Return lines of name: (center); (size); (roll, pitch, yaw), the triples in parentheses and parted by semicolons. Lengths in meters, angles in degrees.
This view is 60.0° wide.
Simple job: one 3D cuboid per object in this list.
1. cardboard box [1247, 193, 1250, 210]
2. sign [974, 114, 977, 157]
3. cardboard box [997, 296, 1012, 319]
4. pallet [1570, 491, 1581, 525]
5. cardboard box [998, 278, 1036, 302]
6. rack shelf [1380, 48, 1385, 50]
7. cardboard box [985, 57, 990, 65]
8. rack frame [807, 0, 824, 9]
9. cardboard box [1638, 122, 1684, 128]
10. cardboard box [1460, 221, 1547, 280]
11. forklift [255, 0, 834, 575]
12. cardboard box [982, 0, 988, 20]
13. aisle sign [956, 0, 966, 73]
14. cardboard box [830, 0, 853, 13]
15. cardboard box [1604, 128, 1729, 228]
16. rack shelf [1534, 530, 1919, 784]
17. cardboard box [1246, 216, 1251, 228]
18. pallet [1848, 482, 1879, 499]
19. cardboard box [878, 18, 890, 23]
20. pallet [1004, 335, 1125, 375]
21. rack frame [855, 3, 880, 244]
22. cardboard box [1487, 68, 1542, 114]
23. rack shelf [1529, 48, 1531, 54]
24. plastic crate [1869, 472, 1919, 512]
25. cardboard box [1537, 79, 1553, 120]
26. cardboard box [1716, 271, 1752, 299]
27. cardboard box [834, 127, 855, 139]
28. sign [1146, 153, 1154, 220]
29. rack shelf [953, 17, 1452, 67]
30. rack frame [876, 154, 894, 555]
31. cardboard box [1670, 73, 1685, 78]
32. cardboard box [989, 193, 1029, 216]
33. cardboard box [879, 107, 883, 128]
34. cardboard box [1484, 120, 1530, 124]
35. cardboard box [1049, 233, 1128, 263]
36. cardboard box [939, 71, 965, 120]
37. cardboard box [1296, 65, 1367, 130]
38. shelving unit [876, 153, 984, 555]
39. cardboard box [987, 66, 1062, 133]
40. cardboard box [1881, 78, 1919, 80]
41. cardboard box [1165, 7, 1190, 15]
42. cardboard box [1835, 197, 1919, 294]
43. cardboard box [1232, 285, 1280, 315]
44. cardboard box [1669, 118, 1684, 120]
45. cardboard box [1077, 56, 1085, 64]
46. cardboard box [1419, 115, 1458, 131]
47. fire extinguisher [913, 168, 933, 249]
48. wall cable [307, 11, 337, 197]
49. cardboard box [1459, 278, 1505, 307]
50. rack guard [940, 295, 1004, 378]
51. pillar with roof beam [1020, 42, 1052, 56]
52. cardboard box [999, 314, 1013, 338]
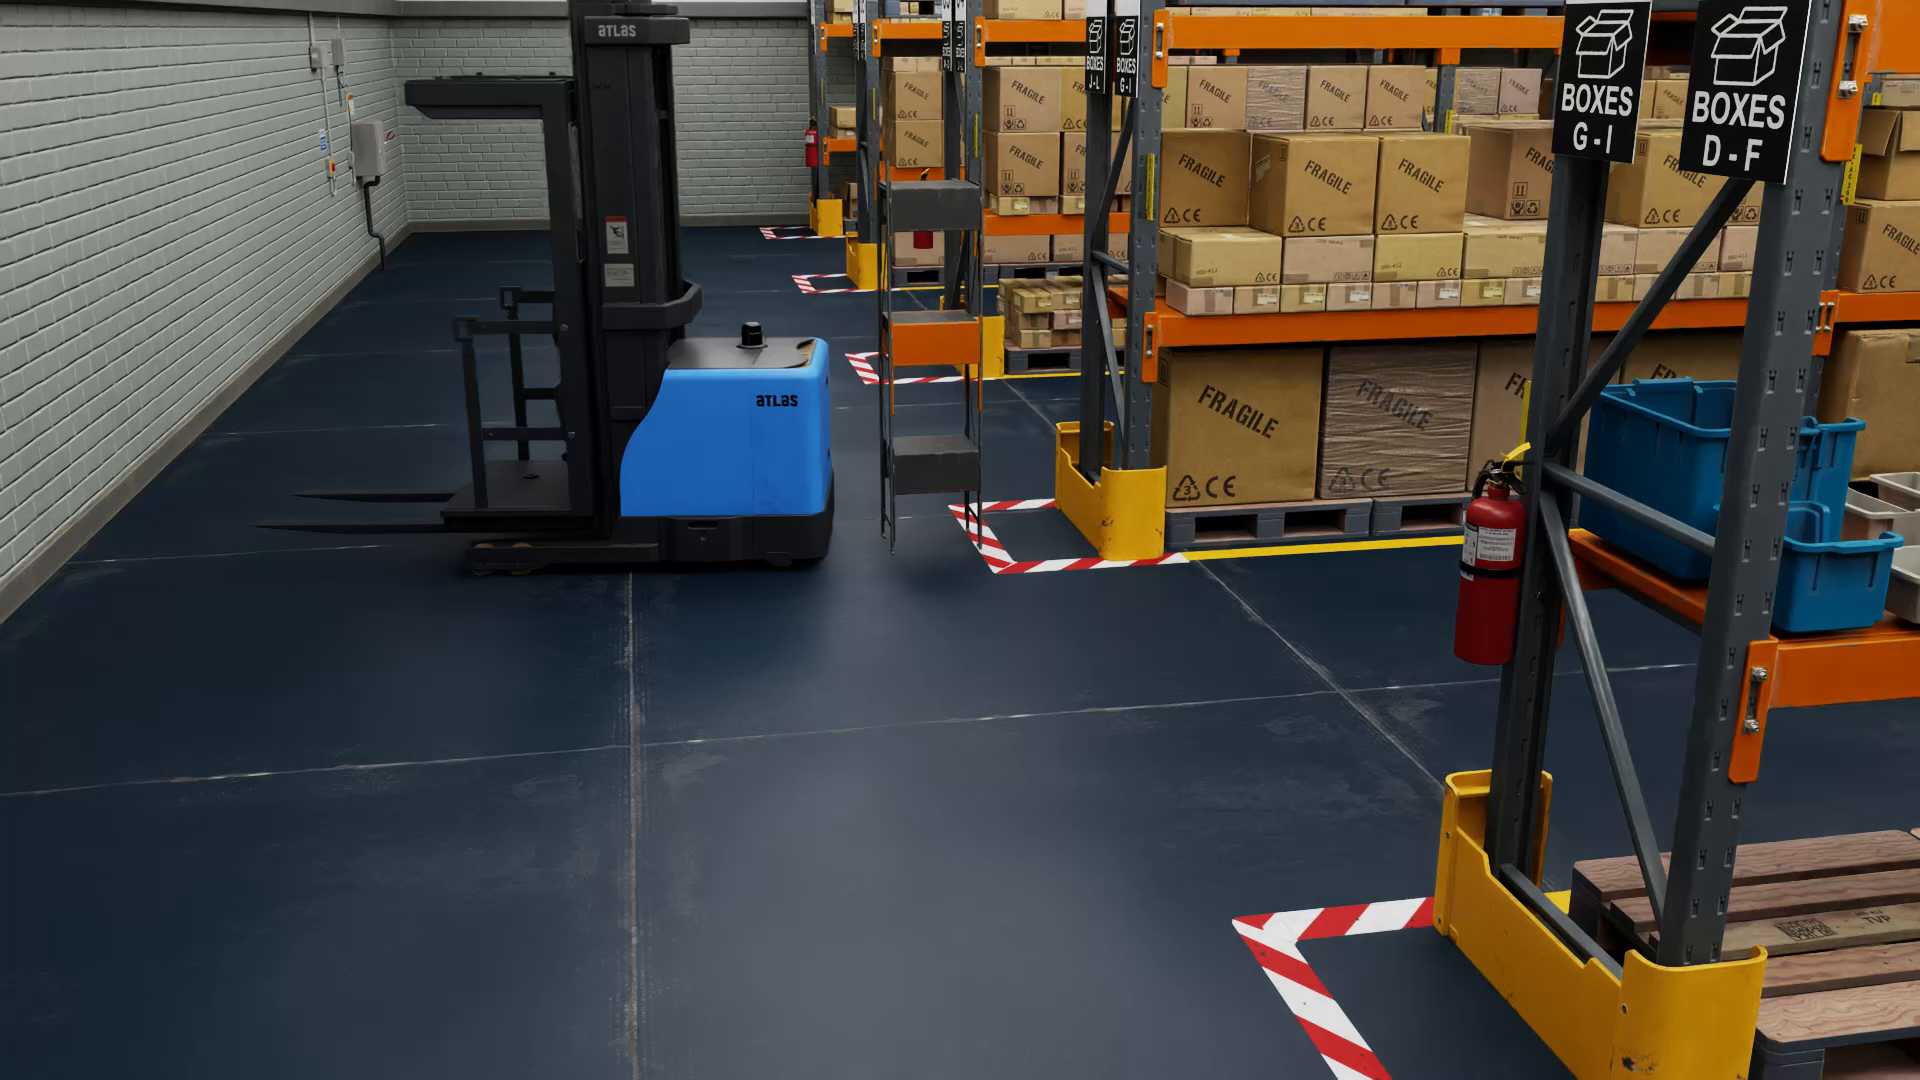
cardboard box: (2.426, -2.876, 13.995); (0.250, 0.149, 0.380); (-4, 17, -11)
sign: (0.122, -3.188, 13.107); (0.005, 0.325, 0.100); (-3, 17, -10)
cardboard box: (0.483, -2.022, 14.420); (0.250, 0.149, 0.380); (-4, 17, -12)
pallet: (4.027, -0.365, 10.140); (1.213, 0.211, 1.003); (-3, 17, -10)
cardboard box: (0.491, -2.155, 14.346); (0.250, 0.149, 0.380); (-3, 17, -10)
rack shelf: (7.854, -7.429, 24.507); (4.000, 0.370, 1.077); (-3, 17, -10)
cardboard box: (0.158, -5.164, 18.037); (0.250, 0.149, 0.380); (-4, 17, -12)
rack frame: (-1.964, -8.650, 22.148); (0.127, 3.000, 1.000); (-3, 17, -10)
cardboard box: (4.270, -2.193, 9.816); (0.500, 0.500, 0.500); (-3, 17, -10)
cardboard box: (2.898, -1.602, 9.169); (0.500, 0.250, 0.500); (-4, 17, -12)
forklift: (-2.231, -1.374, 8.793); (3.031, 2.935, 1.130); (0, 17, -2)
cardboard box: (0.416, -4.394, 13.655); (0.500, 0.250, 0.500); (-4, 17, -12)
aisle sign: (0.004, -4.082, 13.066); (0.004, 0.787, 0.394); (-3, 17, -10)
cardboard box: (-1.477, -7.233, 22.390); (0.500, 0.250, 0.500); (-3, 17, -11)
cardboard box: (3.895, -2.017, 9.242); (0.500, 0.500, 0.500); (-3, 17, -10)
rack shelf: (3.764, 0.166, 4.889); (4.000, 0.370, 1.077); (-3, 17, -10)
cardboard box: (1.785, -1.697, 9.476); (0.500, 0.250, 0.500); (-4, 17, -11)
pallet: (5.532, -0.449, 10.415); (1.213, 0.211, 1.003); (-3, 17, -10)
cardboard box: (-1.100, -7.078, 22.567); (0.250, 0.149, 0.380); (-3, 17, -10)
pallet: (0.898, -1.636, 14.280); (1.213, 0.211, 1.003); (-3, 17, -10)
rack frame: (-1.019, -4.352, 18.371); (0.127, 3.000, 1.000); (-3, 17, -10)
cardboard box: (6.378, -5.219, 19.320); (0.500, 0.500, 0.500); (-4, 17, -12)
rack shelf: (8.799, -5.998, 19.849); (4.000, 0.370, 1.077); (-3, 17, -10)
plastic crate: (2.854, -0.079, 4.807); (0.243, 0.136, 0.396); (-3, 17, -10)
cardboard box: (7.229, -5.293, 20.045); (0.500, 0.500, 0.500); (-4, 17, -12)
cardboard box: (4.298, -1.472, 9.422); (0.250, 0.149, 0.380); (-3, 17, -9)
cardboard box: (-1.589, -5.601, 22.868); (0.250, 0.149, 0.380); (-3, 17, -11)
sign: (0.960, -1.786, 8.409); (0.005, 0.325, 0.100); (-3, 17, -10)
rack shelf: (1.983, -4.132, 13.771); (4.000, 0.370, 1.077); (-3, 17, -10)
rack frame: (-0.402, -0.981, 8.929); (0.015, 2.100, 0.400); (-3, 17, -10)
cardboard box: (10.675, -6.940, 25.017); (0.250, 0.149, 0.380); (-4, 17, -11)
cardboard box: (0.400, -2.734, 13.531); (0.250, 0.149, 0.380); (-3, 17, -11)
cardboard box: (-0.973, -5.828, 22.928); (0.500, 0.250, 0.500); (-3, 17, -10)
cardboard box: (4.821, -3.626, 14.707); (0.250, 0.149, 0.380); (-4, 17, -12)
cardboard box: (1.393, -3.496, 19.234); (0.875, 0.438, 0.875); (-4, 17, -12)
cardboard box: (0.012, -4.853, 18.129); (0.500, 0.500, 0.500); (-4, 17, -12)
cardboard box: (3.030, -3.686, 13.825); (0.500, 0.500, 0.500); (-4, 17, -12)
shelving unit: (-0.163, -0.995, 8.973); (0.503, 2.100, 0.431); (-3, 17, -10)
cardboard box: (0.510, -3.547, 13.370); (0.500, 0.500, 0.500); (-3, 17, -11)
cardboard box: (8.813, -3.952, 15.197); (0.500, 0.500, 0.700); (-3, 17, -11)
cardboard box: (1.530, -4.304, 13.363); (0.500, 0.250, 0.500); (-4, 17, -12)
cardboard box: (5.287, -1.719, 9.629); (0.500, 0.500, 0.500); (-3, 17, -10)
cardboard box: (1.524, -1.314, 8.909); (0.250, 0.149, 0.380); (-4, 17, -11)
cardboard box: (6.618, -3.728, 15.041); (0.250, 0.149, 0.380); (-4, 18, -13)
cardboard box: (1.399, -5.248, 18.312); (0.250, 0.149, 0.380); (-4, 17, -12)
cardboard box: (5.407, -4.800, 19.235); (0.500, 0.250, 0.500); (-4, 17, -12)
fire extinguisher: (-0.316, -2.834, 14.196); (0.183, 0.674, 0.296); (-3, 17, -10)
wall cable: (-6.551, -4.531, 17.172); (0.123, 1.953, 0.585); (-3, 17, -10)
cardboard box: (2.782, -1.385, 9.141); (0.250, 0.149, 0.380); (-4, 17, -12)
rack guard: (0.094, -1.739, 14.124); (0.348, 0.500, 1.175); (-3, 17, -10)
pillar with roof beam: (1.925, -7.853, 19.552); (0.400, 9.000, 9.100); (-3, 17, -10)
cardboard box: (0.497, -1.858, 14.391); (0.250, 0.149, 0.380); (-3, 17, -10)
